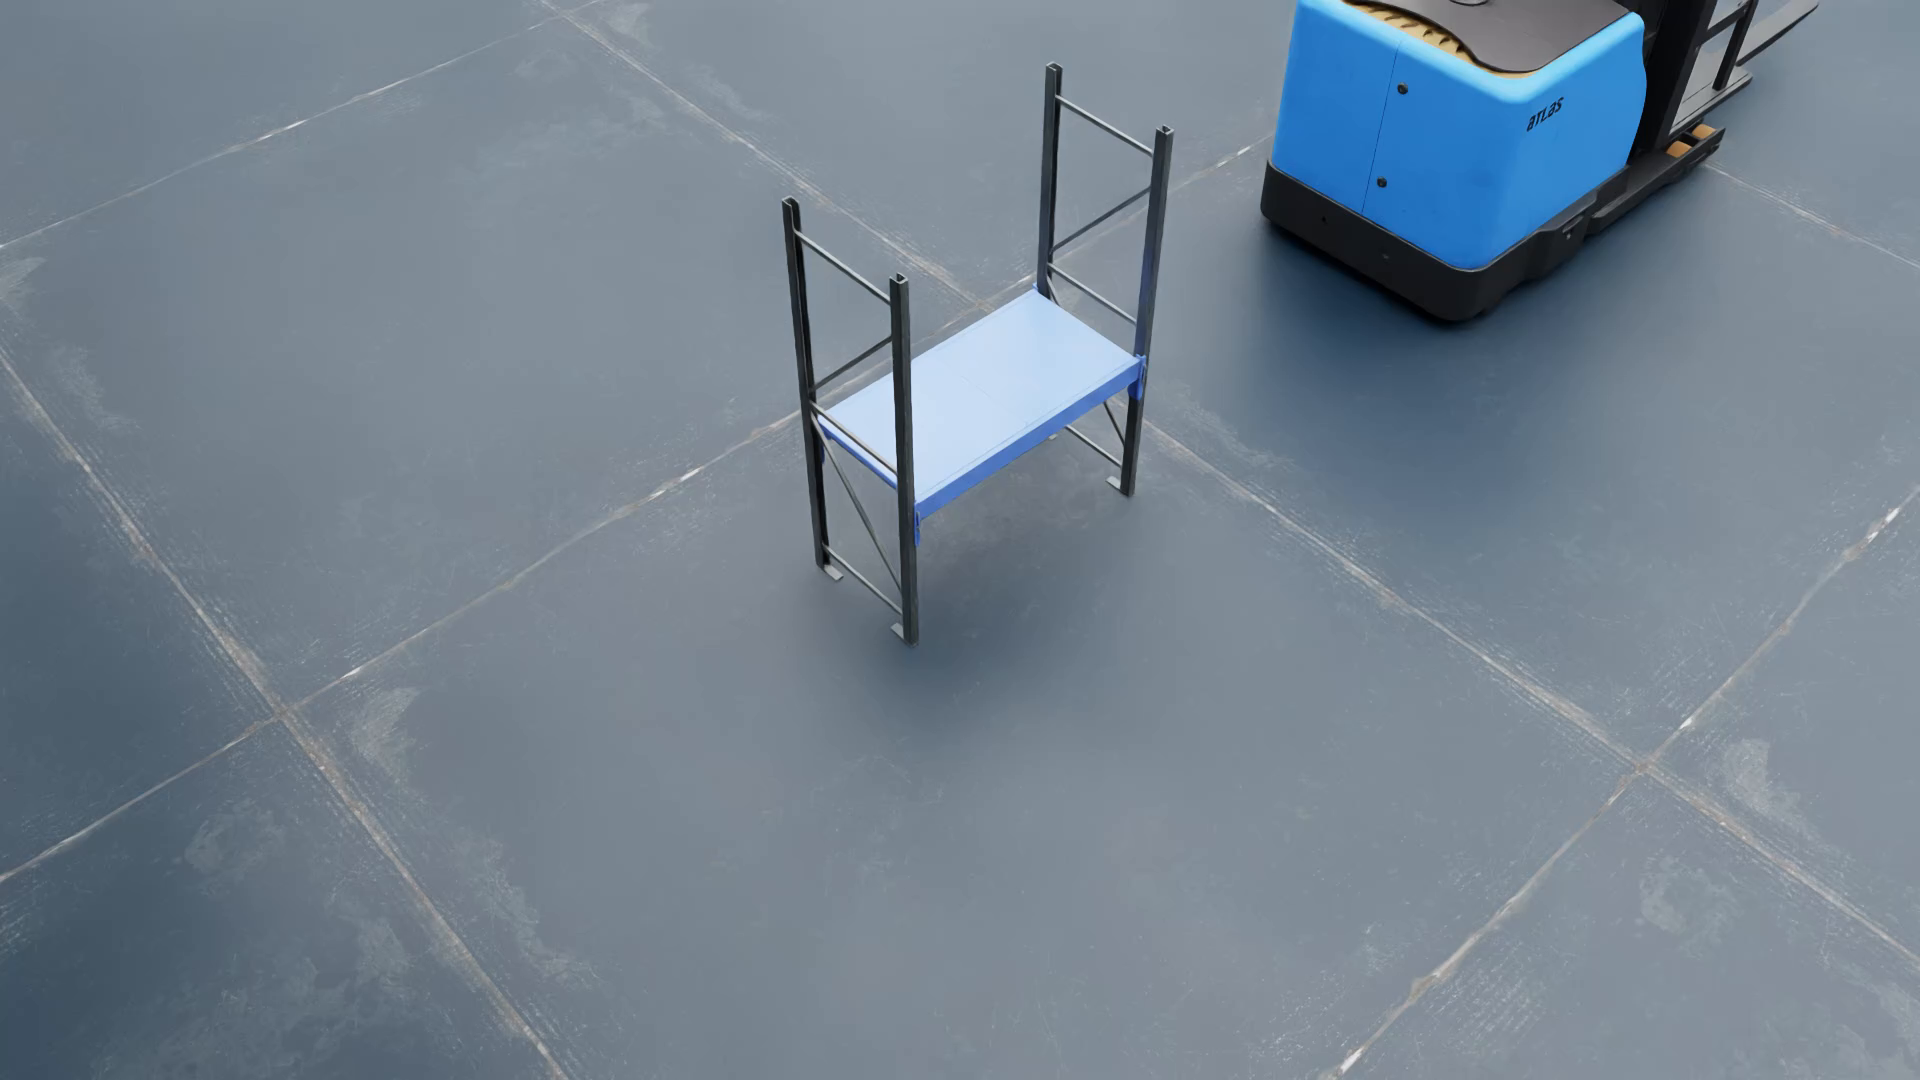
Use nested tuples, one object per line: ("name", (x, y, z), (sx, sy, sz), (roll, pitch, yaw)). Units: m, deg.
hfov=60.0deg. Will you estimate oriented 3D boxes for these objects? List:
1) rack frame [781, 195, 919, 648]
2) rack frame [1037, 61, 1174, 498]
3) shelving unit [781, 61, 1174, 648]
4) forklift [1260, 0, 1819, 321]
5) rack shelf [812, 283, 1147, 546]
("rack frame", (-0.313, -0.299, 5.006), (0.032, 1.500, 0.500), (-34, 56, -27))
("rack frame", (0.439, -0.802, 5.470), (0.032, 1.500, 0.500), (-34, 56, -27))
("shelving unit", (0.063, -0.551, 5.238), (1.048, 1.500, 0.538), (-34, 56, -27))
("forklift", (2.677, -2.796, 6.336), (3.031, 2.935, 1.130), (-34, 56, -27))
("rack shelf", (0.063, -0.429, 5.370), (1.000, 0.185, 0.538), (-34, 56, -27))
